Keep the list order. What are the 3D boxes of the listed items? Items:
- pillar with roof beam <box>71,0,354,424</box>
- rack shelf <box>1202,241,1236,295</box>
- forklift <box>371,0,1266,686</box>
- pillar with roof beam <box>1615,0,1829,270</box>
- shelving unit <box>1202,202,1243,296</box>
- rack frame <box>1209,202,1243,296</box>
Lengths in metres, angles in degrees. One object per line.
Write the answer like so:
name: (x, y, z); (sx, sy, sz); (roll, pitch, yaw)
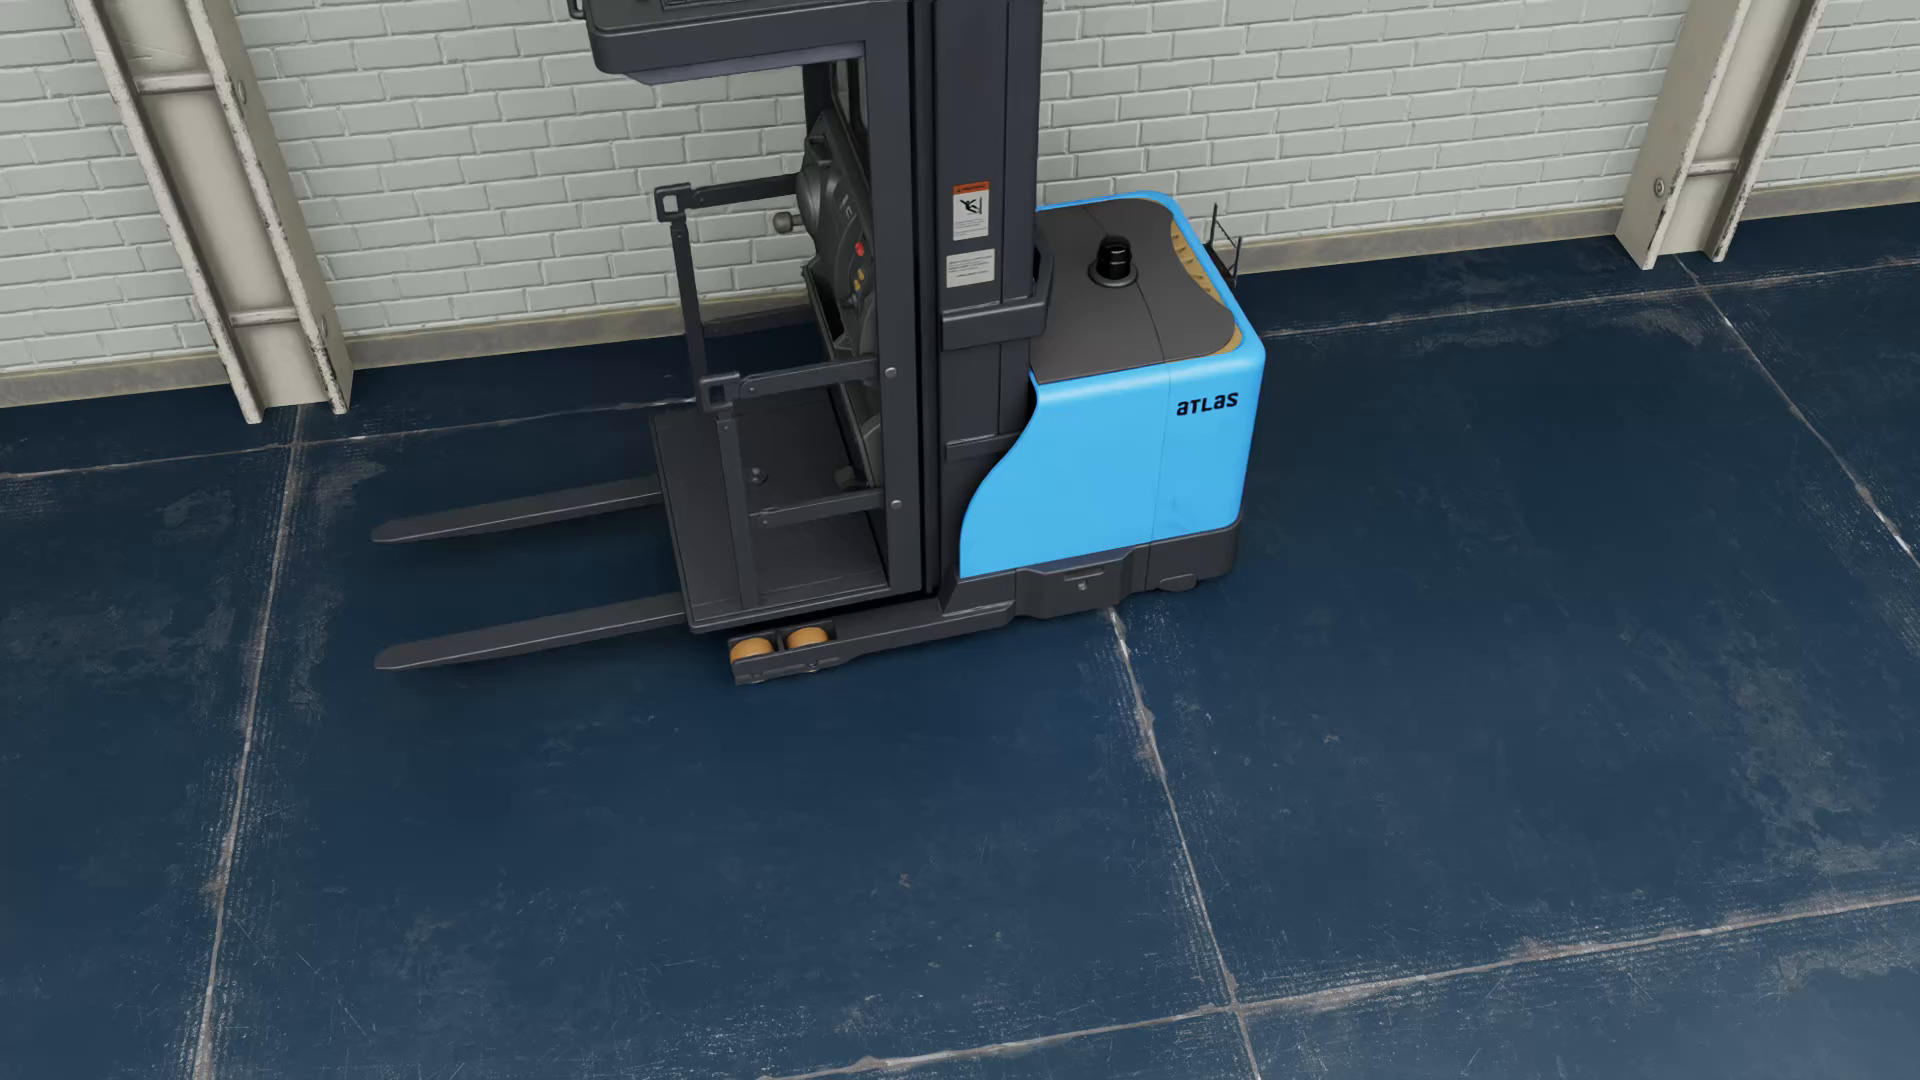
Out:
pillar with roof beam: (-1.971, -0.668, 0.645); (0.400, 9.000, 9.100); (-7, 46, -7)
rack shelf: (0.894, -1.009, 6.268); (0.200, 0.077, 0.258); (-13, 47, -12)
forklift: (-0.567, -0.943, 5.123); (3.031, 2.935, 1.130); (-11, 47, -10)
pillar with roof beam: (3.941, -1.405, 1.355); (0.400, 9.000, 9.100); (-7, 46, -7)
shelving unit: (0.894, -0.845, 6.439); (0.210, 0.900, 0.258); (-13, 47, -12)
rack frame: (0.990, -0.867, 6.460); (0.006, 0.900, 0.240); (-13, 47, -12)
